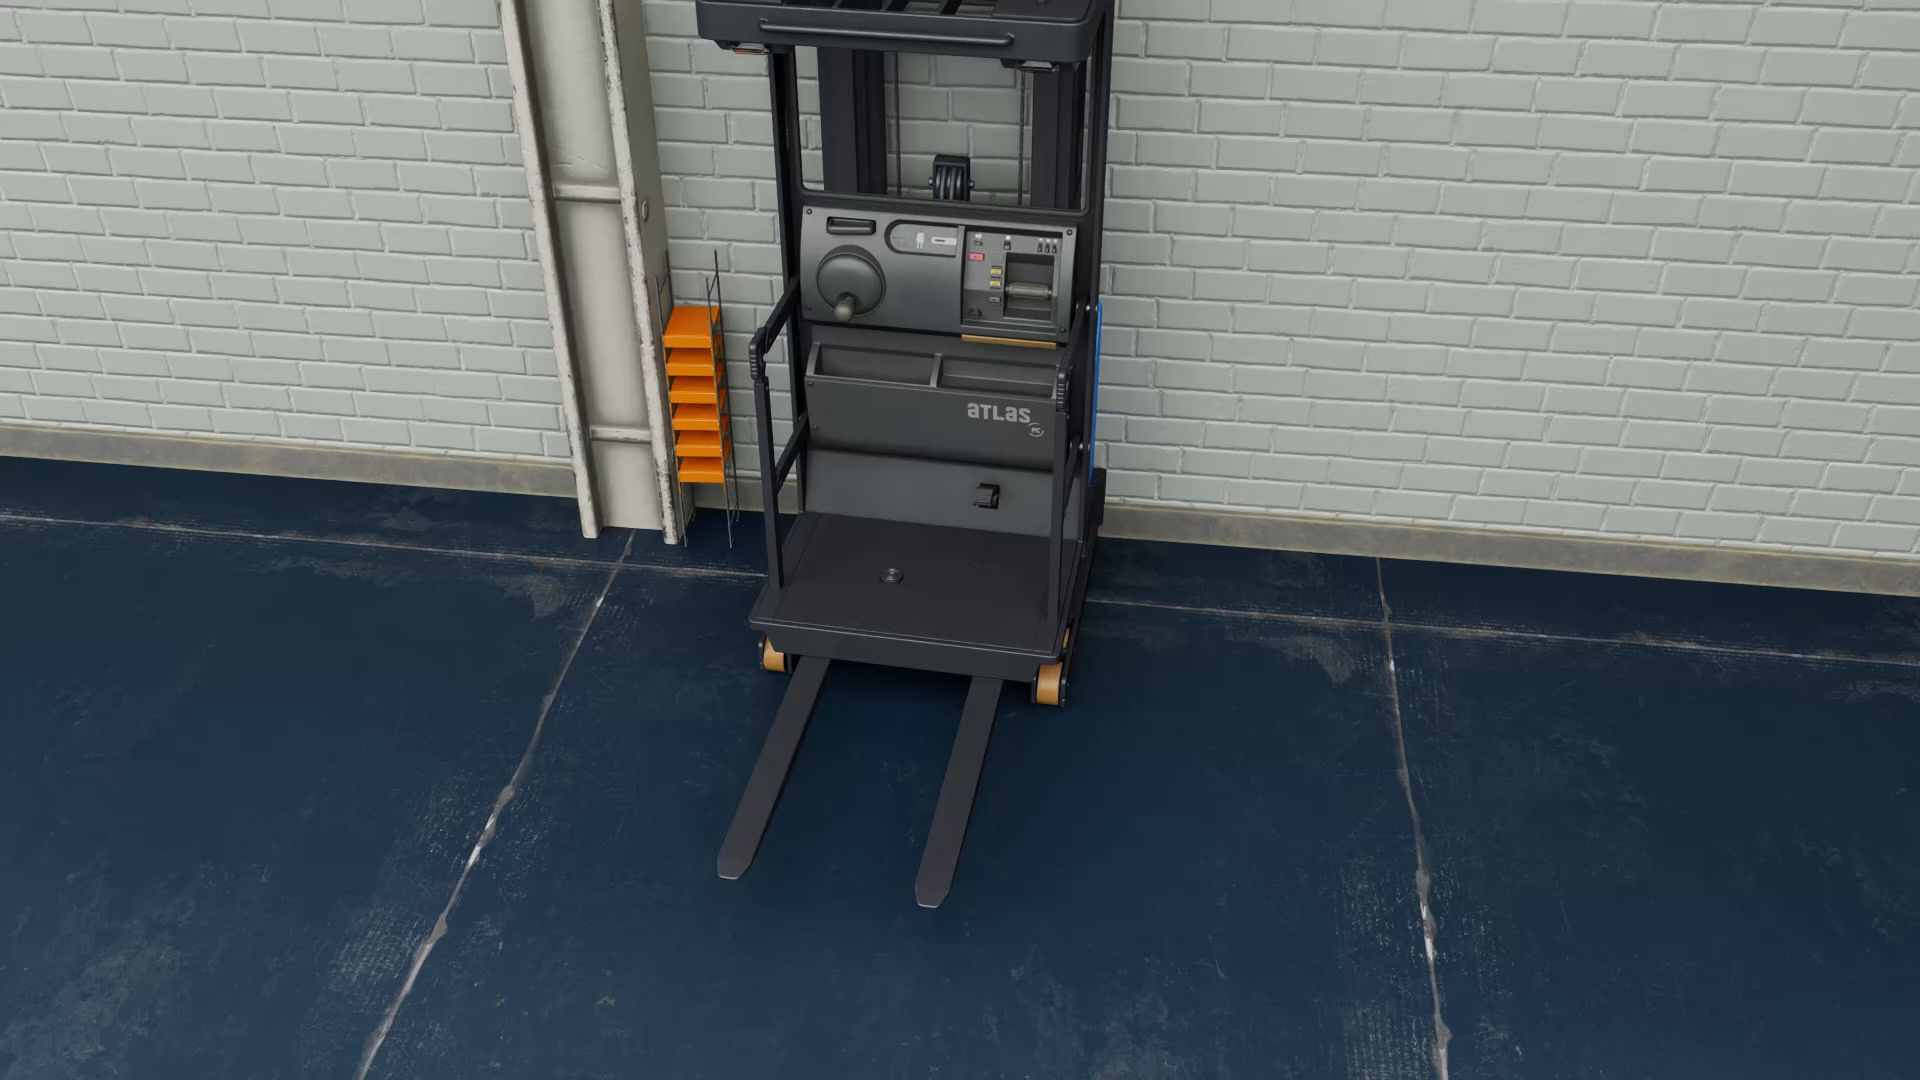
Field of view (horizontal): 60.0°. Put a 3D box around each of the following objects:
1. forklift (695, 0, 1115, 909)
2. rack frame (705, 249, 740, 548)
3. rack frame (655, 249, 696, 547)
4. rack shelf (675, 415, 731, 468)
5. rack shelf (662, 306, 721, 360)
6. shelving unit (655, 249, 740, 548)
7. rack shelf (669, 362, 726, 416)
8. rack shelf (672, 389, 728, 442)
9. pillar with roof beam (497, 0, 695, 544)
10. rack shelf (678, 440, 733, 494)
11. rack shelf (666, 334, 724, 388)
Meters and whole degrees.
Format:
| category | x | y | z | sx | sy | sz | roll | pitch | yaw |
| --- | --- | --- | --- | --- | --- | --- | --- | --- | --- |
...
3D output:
| category | x | y | z | sx | sy | sz | roll | pitch | yaw |
| --- | --- | --- | --- | --- | --- | --- | --- | --- | --- |
| forklift | -0.115 | -0.836 | 5.398 | 1.130 | 2.935 | 3.031 | 6 | 36 | 9 |
| rack frame | -0.917 | -0.526 | 6.454 | 0.006 | 1.200 | 0.240 | 1 | 36 | 1 |
| rack frame | -1.100 | -0.529 | 6.457 | 0.006 | 1.200 | 0.240 | 1 | 36 | 1 |
| rack shelf | -1.009 | -0.394 | 6.551 | 0.180 | 0.103 | 0.258 | 1 | 36 | 1 |
| rack shelf | -1.007 | -0.785 | 6.272 | 0.180 | 0.103 | 0.258 | 1 | 36 | 1 |
| shelving unit | -1.008 | -0.528 | 6.456 | 0.189 | 1.200 | 0.258 | 1 | 36 | 1 |
| rack shelf | -1.008 | -0.589 | 6.412 | 0.180 | 0.103 | 0.258 | 1 | 36 | 1 |
| rack shelf | -1.009 | -0.492 | 6.482 | 0.180 | 0.103 | 0.258 | 1 | 36 | 1 |
| pillar with roof beam | -1.866 | -1.268 | 0.781 | 0.400 | 9.000 | 9.100 | 4 | 36 | 6 |
| rack shelf | -1.010 | -0.296 | 6.621 | 0.180 | 0.103 | 0.258 | 1 | 36 | 1 |
| rack shelf | -1.008 | -0.687 | 6.342 | 0.180 | 0.103 | 0.258 | 1 | 36 | 1 |
